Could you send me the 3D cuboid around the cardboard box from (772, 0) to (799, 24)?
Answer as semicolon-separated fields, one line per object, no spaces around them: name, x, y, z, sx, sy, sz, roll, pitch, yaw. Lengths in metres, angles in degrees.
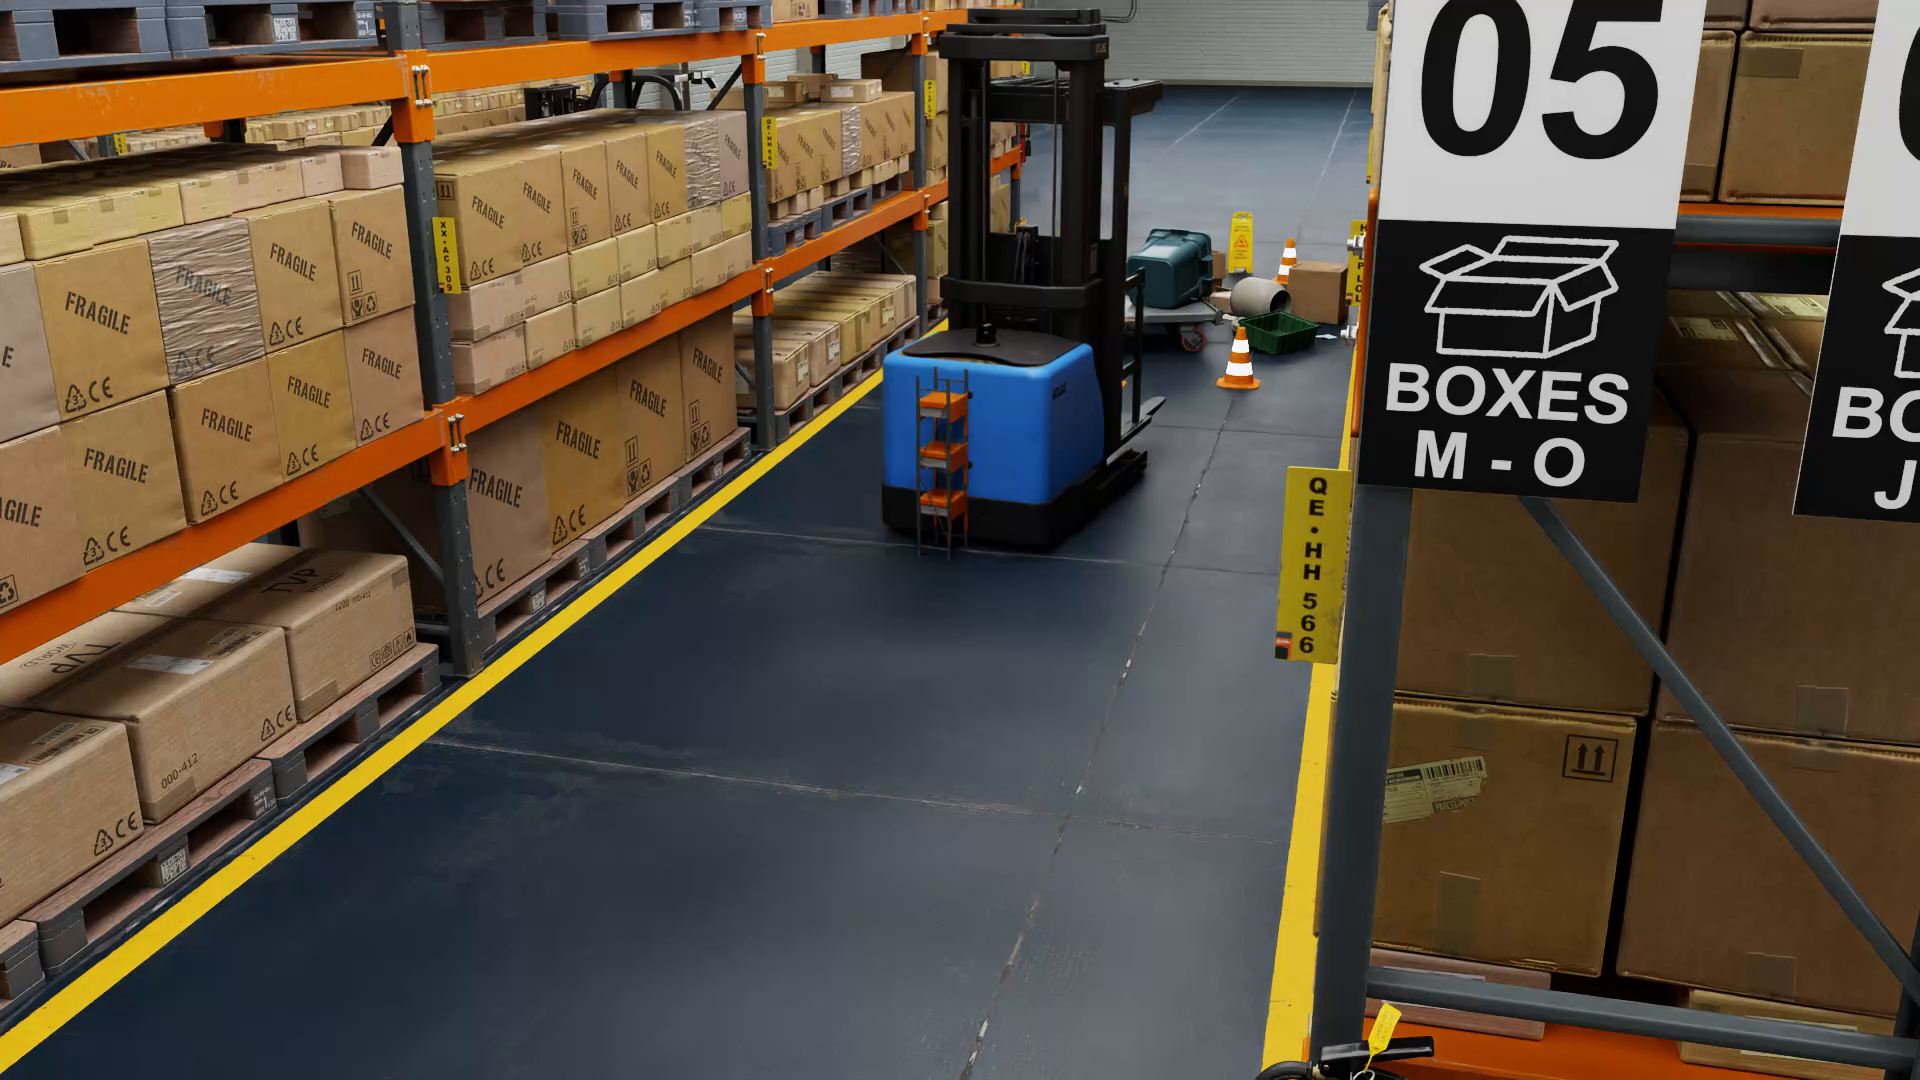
cardboard box;-1.535;-3.839;11.492;0.700;0.500;0.500;5;19;13

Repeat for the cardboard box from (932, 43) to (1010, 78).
cardboard box;0.109;-4.742;16.767;0.700;0.500;0.500;4;19;13

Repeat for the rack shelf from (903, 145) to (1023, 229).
rack shelf;-0.311;-3.616;16.748;1.077;0.370;4.000;5;19;13

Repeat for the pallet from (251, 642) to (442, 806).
pallet;-3.016;0.729;7.226;1.003;0.211;1.213;5;19;13

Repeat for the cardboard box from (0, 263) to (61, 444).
cardboard box;-3.100;-0.542;4.931;0.500;0.500;0.500;5;19;13

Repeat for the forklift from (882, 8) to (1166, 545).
forklift;0.585;-1.796;10.410;1.130;2.935;3.031;8;20;22

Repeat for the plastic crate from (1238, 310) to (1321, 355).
plastic crate;2.798;-1.825;14.652;0.450;0.188;0.662;29;33;36

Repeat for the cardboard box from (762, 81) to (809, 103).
cardboard box;-1.423;-3.556;13.189;0.380;0.149;0.250;6;20;16

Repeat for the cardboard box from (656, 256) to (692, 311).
cardboard box;-1.897;-1.508;9.695;0.500;0.250;0.500;4;19;13

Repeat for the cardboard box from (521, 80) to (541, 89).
cardboard box;-4.734;-4.933;17.870;0.380;0.149;0.250;5;19;14

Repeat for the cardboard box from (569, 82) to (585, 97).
cardboard box;-4.483;-5.116;18.865;0.380;0.149;0.250;5;19;14

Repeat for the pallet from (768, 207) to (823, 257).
pallet;-1.706;-2.217;11.835;1.213;0.211;1.003;5;19;13

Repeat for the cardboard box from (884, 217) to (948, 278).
cardboard box;-0.393;-2.746;15.530;0.500;0.500;0.500;6;20;16

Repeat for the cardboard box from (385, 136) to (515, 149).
cardboard box;-2.626;-1.823;8.682;0.500;0.500;0.500;5;20;15

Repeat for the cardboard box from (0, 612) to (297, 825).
cardboard box;-3.229;0.660;6.428;0.875;0.438;0.875;4;19;12

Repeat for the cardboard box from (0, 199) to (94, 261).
cardboard box;-2.956;-0.968;5.177;0.380;0.149;0.250;4;19;12

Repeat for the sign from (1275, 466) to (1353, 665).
sign;0.560;0.043;2.641;0.100;0.325;0.005;5;19;13

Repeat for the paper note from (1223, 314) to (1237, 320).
paper note;2.583;-2.132;15.895;0.172;0.023;0.155;12;22;32

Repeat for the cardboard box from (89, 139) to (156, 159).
cardboard box;-6.227;-2.898;12.373;0.380;0.149;0.250;5;20;15

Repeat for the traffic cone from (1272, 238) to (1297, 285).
traffic cone;3.496;-2.970;17.666;0.336;0.463;0.334;5;19;13

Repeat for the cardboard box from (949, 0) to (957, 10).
cardboard box;-0.238;-5.031;15.525;0.380;0.149;0.250;4;19;12

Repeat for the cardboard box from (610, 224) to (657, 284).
cardboard box;-2.002;-1.584;9.143;0.500;0.250;0.500;4;19;12

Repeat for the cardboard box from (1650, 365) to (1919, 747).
cardboard box;1.461;0.010;2.857;0.500;0.500;0.500;5;19;13

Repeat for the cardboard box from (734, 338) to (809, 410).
cardboard box;-1.629;-1.208;11.998;0.950;0.372;0.625;3;19;10

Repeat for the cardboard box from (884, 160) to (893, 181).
cardboard box;-0.767;-3.062;13.750;0.380;0.149;0.250;4;19;12

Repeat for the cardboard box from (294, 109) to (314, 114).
cardboard box;-6.086;-3.824;15.083;0.380;0.149;0.250;5;19;13

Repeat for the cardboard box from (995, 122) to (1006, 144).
cardboard box;0.186;-4.423;17.382;0.500;0.500;0.500;5;19;14

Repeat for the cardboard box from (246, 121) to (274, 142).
cardboard box;-5.952;-3.392;13.821;0.380;0.149;0.250;5;19;13

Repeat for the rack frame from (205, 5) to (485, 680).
rack frame;-2.754;-0.822;7.455;1.000;3.000;0.127;5;19;13

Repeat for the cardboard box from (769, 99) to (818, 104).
cardboard box;-1.448;-3.282;13.390;0.500;0.500;0.500;5;19;13

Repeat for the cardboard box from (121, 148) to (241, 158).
cardboard box;-3.130;-1.490;6.704;0.380;0.149;0.250;5;19;14

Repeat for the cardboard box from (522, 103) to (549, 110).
cardboard box;-4.762;-4.524;18.138;0.500;0.500;0.500;4;19;12

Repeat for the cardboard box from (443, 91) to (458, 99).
cardboard box;-5.218;-4.462;16.492;0.380;0.149;0.250;4;19;12

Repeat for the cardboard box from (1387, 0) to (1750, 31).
cardboard box;0.959;-0.959;2.673;0.500;0.250;0.500;4;19;12

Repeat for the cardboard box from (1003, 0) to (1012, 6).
cardboard box;0.333;-5.670;17.394;0.380;0.149;0.250;5;19;14

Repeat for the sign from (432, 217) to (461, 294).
sign;-2.215;-1.226;7.175;0.100;0.325;0.005;5;19;13

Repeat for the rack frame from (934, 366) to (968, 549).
rack frame;-0.051;-0.458;9.404;0.200;1.050;0.008;8;20;22

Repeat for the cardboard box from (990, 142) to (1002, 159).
cardboard box;0.223;-4.081;17.383;0.380;0.149;0.250;5;19;14

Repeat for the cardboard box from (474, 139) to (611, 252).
cardboard box;-2.145;-1.777;8.547;0.500;0.500;0.500;4;19;12

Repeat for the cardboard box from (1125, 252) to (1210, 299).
cardboard box;1.983;-2.422;15.791;0.797;0.637;0.503;5;19;13

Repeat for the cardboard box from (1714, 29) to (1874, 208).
cardboard box;1.451;-0.679;2.625;0.500;0.250;0.500;5;20;15

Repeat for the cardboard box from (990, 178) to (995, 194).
cardboard box;0.146;-3.672;17.239;0.380;0.149;0.250;5;19;14

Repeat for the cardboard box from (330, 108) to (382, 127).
cardboard box;-5.527;-3.868;15.213;0.380;0.149;0.250;4;19;13

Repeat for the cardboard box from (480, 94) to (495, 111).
cardboard box;-4.984;-4.473;16.984;0.380;0.149;0.250;4;19;13

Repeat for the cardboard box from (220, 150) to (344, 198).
cardboard box;-2.690;-1.454;6.599;0.380;0.149;0.250;5;20;15

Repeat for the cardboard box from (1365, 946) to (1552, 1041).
cardboard box;0.899;0.785;3.138;0.380;0.149;0.250;5;19;13

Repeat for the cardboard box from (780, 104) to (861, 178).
cardboard box;-1.069;-3.073;12.779;0.500;0.500;0.500;4;19;11

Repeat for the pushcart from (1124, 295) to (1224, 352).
pushcart;1.424;-1.925;14.739;1.648;0.377;0.936;-2;19;-6

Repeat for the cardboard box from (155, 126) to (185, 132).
cardboard box;-6.498;-3.265;13.447;0.380;0.149;0.250;5;19;13

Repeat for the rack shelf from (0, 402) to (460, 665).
rack shelf;-3.243;0.145;5.736;1.077;0.370;4.000;5;19;13

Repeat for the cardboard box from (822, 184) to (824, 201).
cardboard box;-1.233;-2.578;12.332;0.380;0.149;0.250;6;20;17

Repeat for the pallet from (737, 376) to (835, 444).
pallet;-1.584;-1.001;12.293;1.003;0.211;1.213;5;19;13

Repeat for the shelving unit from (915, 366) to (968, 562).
shelving unit;-0.099;-0.422;9.298;0.215;1.050;0.252;8;20;22
